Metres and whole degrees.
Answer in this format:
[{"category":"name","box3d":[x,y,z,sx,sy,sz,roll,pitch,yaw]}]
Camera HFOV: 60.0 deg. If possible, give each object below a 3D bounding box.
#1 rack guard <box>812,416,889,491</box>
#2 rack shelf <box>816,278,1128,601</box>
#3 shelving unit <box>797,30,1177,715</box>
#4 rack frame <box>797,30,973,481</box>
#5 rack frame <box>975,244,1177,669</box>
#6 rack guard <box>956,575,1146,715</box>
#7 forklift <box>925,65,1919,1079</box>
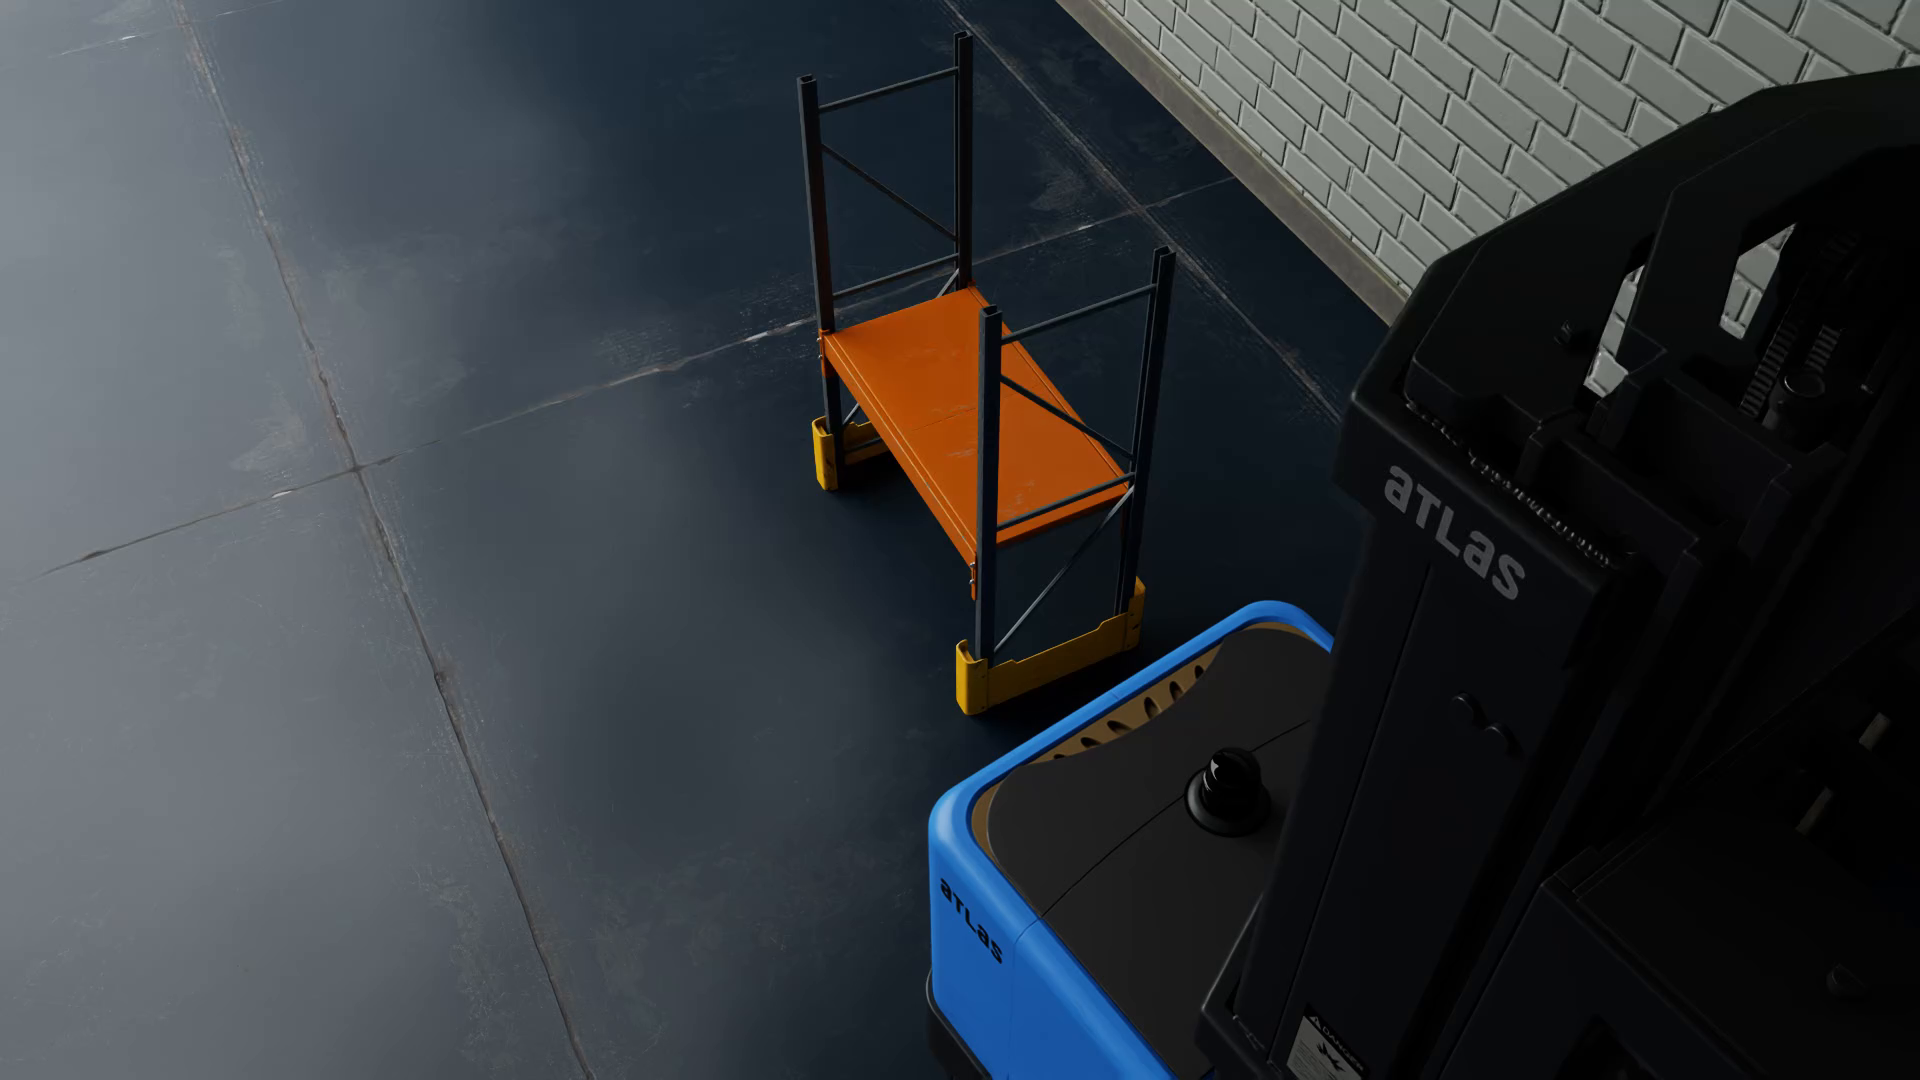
[{"category":"rack guard","box3d":[-0.193,-0.365,5.403,0.587,0.250,0.087,-21,52,-18]},{"category":"rack shelf","box3d":[0.039,-0.318,4.771,0.538,0.185,1.000,-21,52,-18]},{"category":"shelving unit","box3d":[0.035,-0.443,4.641,0.587,1.500,1.083,-21,52,-18]},{"category":"rack frame","box3d":[-0.194,-0.777,4.933,0.500,1.500,0.032,-21,52,-18]},{"category":"rack frame","box3d":[0.272,-0.096,4.338,0.500,1.500,0.032,-21,52,-18]},{"category":"rack guard","box3d":[0.263,0.302,4.820,0.587,0.250,0.087,-21,52,-18]},{"category":"forklift","box3d":[1.193,0.963,2.461,1.130,2.935,3.031,-29,55,-23]}]
